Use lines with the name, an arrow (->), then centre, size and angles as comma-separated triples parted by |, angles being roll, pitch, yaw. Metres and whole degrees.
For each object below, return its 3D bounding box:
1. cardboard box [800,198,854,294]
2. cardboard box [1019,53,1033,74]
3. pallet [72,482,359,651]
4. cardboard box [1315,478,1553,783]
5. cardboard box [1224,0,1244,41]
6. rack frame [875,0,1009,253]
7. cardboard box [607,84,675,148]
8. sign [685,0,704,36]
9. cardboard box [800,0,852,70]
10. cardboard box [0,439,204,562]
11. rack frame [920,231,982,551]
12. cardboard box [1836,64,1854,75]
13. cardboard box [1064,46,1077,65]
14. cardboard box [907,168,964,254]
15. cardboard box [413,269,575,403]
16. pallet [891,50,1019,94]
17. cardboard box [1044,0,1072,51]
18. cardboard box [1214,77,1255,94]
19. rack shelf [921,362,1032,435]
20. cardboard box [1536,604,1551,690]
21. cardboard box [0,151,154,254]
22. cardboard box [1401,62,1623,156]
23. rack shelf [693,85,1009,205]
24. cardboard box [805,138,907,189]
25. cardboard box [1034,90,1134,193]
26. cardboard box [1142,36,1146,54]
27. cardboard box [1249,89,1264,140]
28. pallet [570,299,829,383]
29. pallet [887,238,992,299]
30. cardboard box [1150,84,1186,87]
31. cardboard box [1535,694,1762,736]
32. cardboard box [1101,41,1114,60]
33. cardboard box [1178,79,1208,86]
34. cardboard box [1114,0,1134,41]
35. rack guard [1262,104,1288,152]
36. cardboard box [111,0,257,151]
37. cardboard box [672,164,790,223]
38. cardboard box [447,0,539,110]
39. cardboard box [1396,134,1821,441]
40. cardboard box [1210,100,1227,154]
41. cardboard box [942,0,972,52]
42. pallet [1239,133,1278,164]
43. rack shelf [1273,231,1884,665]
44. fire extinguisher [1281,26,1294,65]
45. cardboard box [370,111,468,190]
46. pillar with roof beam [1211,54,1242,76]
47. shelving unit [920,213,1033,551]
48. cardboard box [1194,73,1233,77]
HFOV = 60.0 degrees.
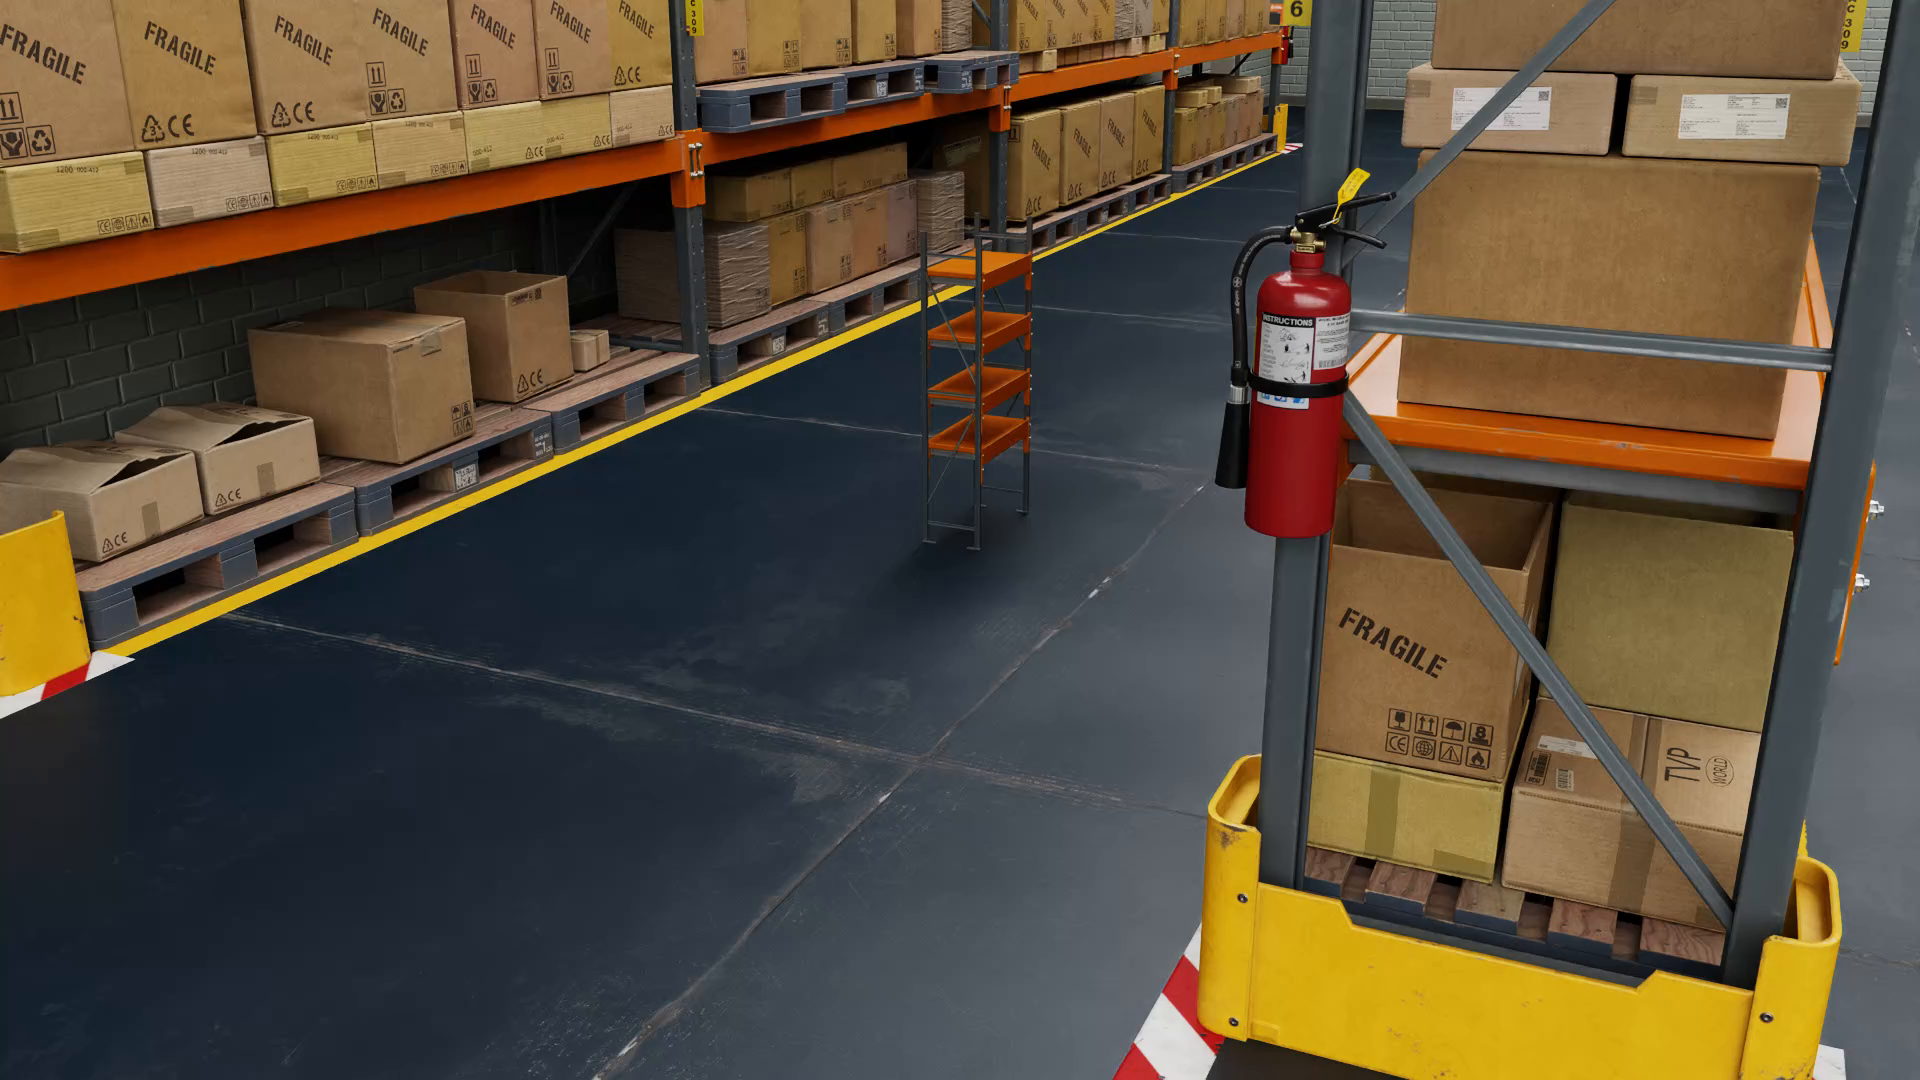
cardboard box -> -1.083, -1.828, 10.207 | 0.700, 0.500, 0.500 | 9, 21, 23
cardboard box -> 0.315, -3.515, 12.220 | 0.380, 0.149, 0.250 | 9, 21, 23
pallet -> -3.023, 0.014, 6.115 | 1.003, 0.211, 1.213 | 9, 21, 23
cardboard box -> 1.050, 0.185, 3.830 | 0.500, 0.500, 0.500 | 9, 21, 23
cardboard box -> 2.325, -5.453, 16.877 | 0.980, 0.700, 0.700 | 7, 21, 20
rack frame -> -0.143, -3.479, 11.774 | 1.000, 3.000, 0.127 | 9, 21, 23
cardboard box -> -1.698, -2.008, 7.833 | 0.500, 0.250, 0.500 | 9, 21, 23
sign -> -1.282, -2.592, 7.988 | 0.100, 0.325, 0.005 | 9, 21, 23
cardboard box -> -1.065, -3.037, 9.725 | 0.700, 0.500, 0.500 | 12, 23, 30
cardboard box -> -3.053, -0.173, 5.834 | 0.500, 0.311, 0.500 | 6, 20, 17
rack frame -> -0.032, -0.541, 6.200 | 0.240, 1.200, 0.015 | 9, 21, 23
cardboard box -> 1.565, -0.879, 3.346 | 0.380, 0.149, 0.250 | 8, 21, 21
cardboard box -> 0.705, -3.836, 13.123 | 0.380, 0.149, 0.250 | 9, 21, 24
cardboard box -> -0.390, -2.281, 11.480 | 0.700, 0.500, 0.500 | 9, 21, 23
cardboard box -> -2.169, -0.963, 7.773 | 0.500, 0.500, 0.500 | 7, 21, 19
pallet -> -0.337, -3.156, 11.153 | 1.213, 0.211, 1.003 | 9, 21, 23
cardboard box -> 0.513, -3.948, 12.469 | 0.500, 0.500, 0.500 | 9, 22, 24
cardboard box -> 2.948, -4.880, 17.849 | 0.380, 0.149, 0.250 | 9, 22, 24
rack shelf -> 0.068, -0.553, 6.433 | 0.258, 0.148, 0.480 | 9, 21, 23
cardboard box -> 1.449, 0.231, 4.820 | 0.500, 0.250, 0.500 | 9, 21, 23
cardboard box -> -2.929, -1.078, 5.216 | 0.500, 0.250, 0.500 | 8, 21, 21
cardboard box -> 1.085, -0.850, 3.266 | 0.380, 0.149, 0.250 | 8, 21, 22
rack shelf -> -0.962, -2.528, 10.175 | 1.077, 0.370, 4.000 | 9, 21, 23
cardboard box -> -0.681, -2.469, 10.889 | 0.500, 0.250, 0.500 | 9, 21, 24
cardboard box -> 0.986, -3.398, 14.128 | 0.750, 0.750, 0.750 | 9, 22, 24
cardboard box -> 1.386, -4.297, 14.420 | 0.380, 0.149, 0.250 | 9, 22, 24
cardboard box -> 2.938, -4.717, 18.359 | 0.700, 0.500, 0.500 | 9, 21, 23
pallet -> -1.463, -1.180, 9.473 | 1.003, 0.211, 1.213 | 9, 21, 23
pallet -> -0.464, -1.926, 11.570 | 1.003, 0.211, 1.213 | 9, 21, 23
cardboard box -> 2.080, -4.544, 16.905 | 0.380, 0.149, 0.250 | 9, 21, 23
cardboard box -> 1.726, 0.456, 4.186 | 0.500, 0.250, 0.500 | 9, 21, 23
cardboard box -> 1.055, -4.068, 13.776 | 0.380, 0.149, 0.250 | 8, 21, 21
cardboard box -> 2.394, -4.779, 17.565 | 0.380, 0.149, 0.250 | 9, 21, 23
cardboard box -> 1.123, -4.413, 13.777 | 0.500, 0.500, 0.500 | 9, 21, 23
rack guard -> 3.143, -4.754, 19.090 | 1.175, 0.500, 0.348 | 9, 21, 23
cardboard box -> -2.737, -1.580, 5.509 | 0.500, 0.500, 0.500 | 9, 21, 23
cardboard box -> -1.317, -2.001, 9.574 | 0.500, 0.250, 0.500 | 8, 21, 22
cardboard box -> -2.107, -2.055, 6.846 | 0.500, 0.500, 0.500 | 8, 21, 21
cardboard box -> 1.305, -0.543, 3.369 | 0.700, 0.500, 0.500 | 9, 21, 23
cardboard box -> 2.316, -4.246, 17.035 | 0.700, 0.500, 0.500 | 9, 22, 24
cardboard box -> -0.326, -3.588, 11.276 | 0.700, 0.500, 0.500 | 6, 20, 16
pallet -> 2.877, -4.355, 18.400 | 1.003, 0.211, 1.213 | 9, 21, 23
rack shelf -> 1.921, -0.627, 4.829 | 1.077, 0.370, 4.000 | 9, 21, 23
fire extinguisher -> 3.616, -5.695, 18.678 | 0.296, 0.674, 0.183 | 9, 21, 23
cardboard box -> -2.306, -1.547, 6.537 | 0.500, 0.250, 0.500 | 9, 21, 23
pillar with roof beam -> 7.377, -9.104, 18.639 | 9.100, 9.000, 0.400 | 9, 21, 23
shelving unit -> 0.068, -0.616, 6.410 | 0.258, 1.200, 0.503 | 9, 21, 23
cardboard box -> 2.807, -5.088, 18.435 | 0.380, 0.149, 0.250 | 9, 21, 23
